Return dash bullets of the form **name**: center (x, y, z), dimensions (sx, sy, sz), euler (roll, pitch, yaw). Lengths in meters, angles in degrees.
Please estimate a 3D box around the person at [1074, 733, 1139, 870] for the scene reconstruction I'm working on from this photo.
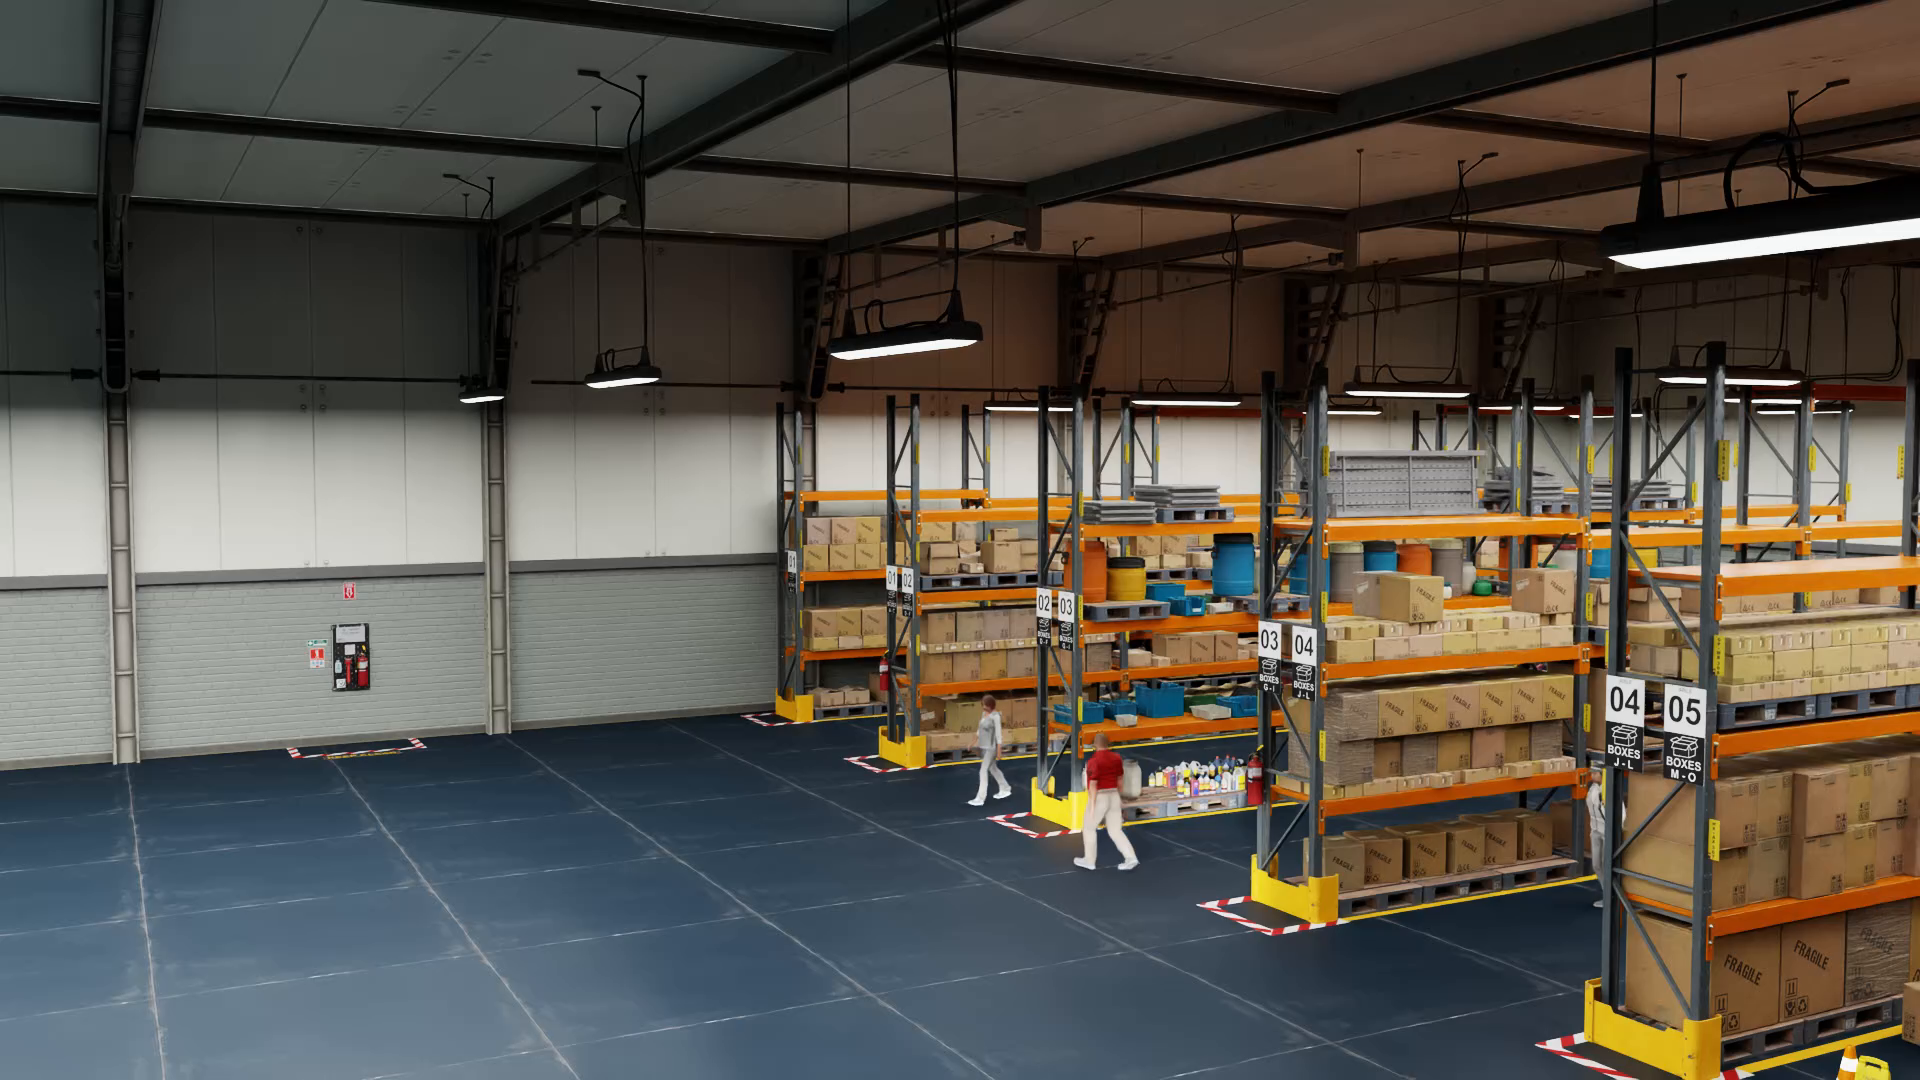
- **person**: center (1.778, 3.172, 20.099), dimensions (0.559, 1.683, 0.986), euler (-2, 4, -34)

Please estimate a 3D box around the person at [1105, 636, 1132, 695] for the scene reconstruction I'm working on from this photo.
- **person**: center (3.005, 2.629, 31.245), dimensions (1.033, 1.498, 0.449), euler (-2, 4, -30)

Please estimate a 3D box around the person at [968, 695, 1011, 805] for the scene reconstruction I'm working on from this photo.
- **person**: center (0.422, 3.019, 24.047), dimensions (0.777, 1.564, 0.414), euler (-1, 3, -22)

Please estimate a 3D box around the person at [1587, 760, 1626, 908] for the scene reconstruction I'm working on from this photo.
- **person**: center (7.330, 3.287, 18.695), dimensions (0.570, 1.655, 0.528), euler (-1, 3, -16)
